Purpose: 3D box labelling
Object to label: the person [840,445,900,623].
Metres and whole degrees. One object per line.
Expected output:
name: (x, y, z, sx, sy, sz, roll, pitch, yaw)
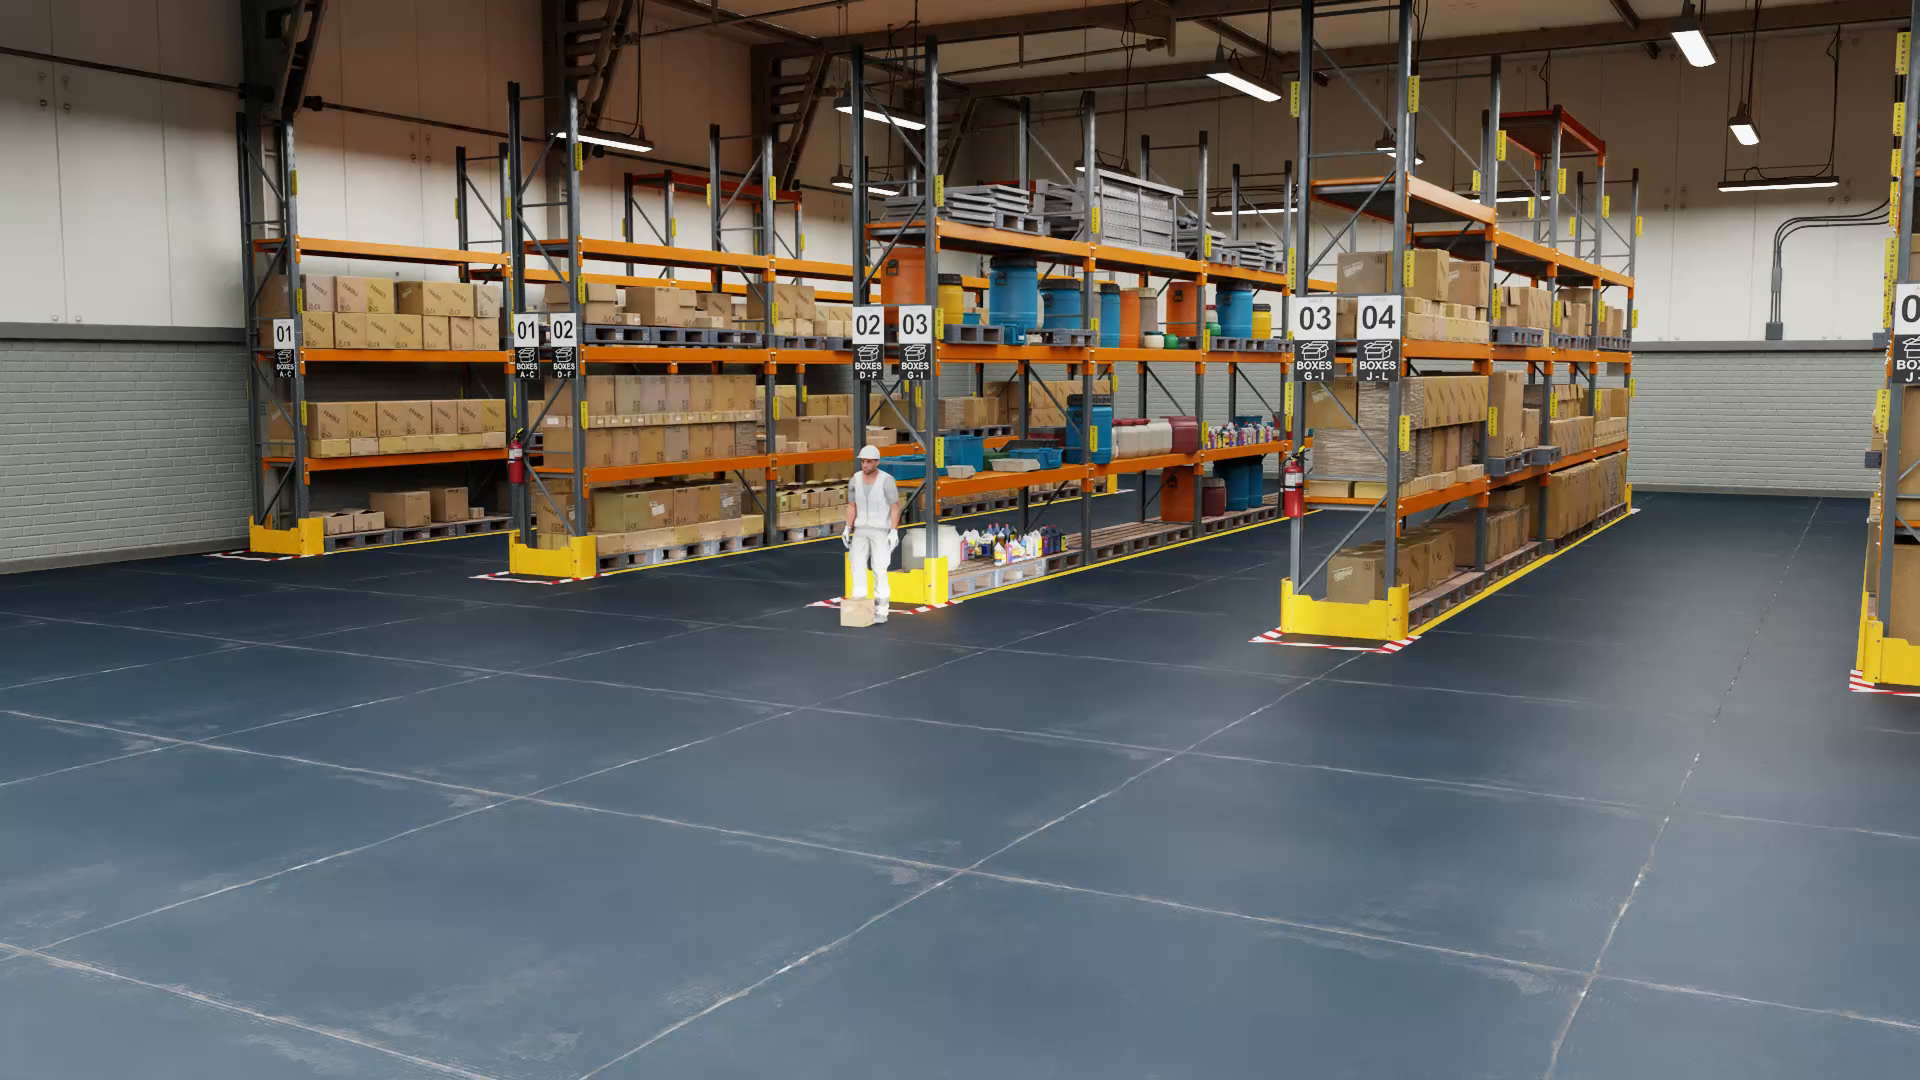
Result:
person: (-0.892, -0.063, 16.617, 0.616, 1.778, 0.453, 3, 6, 25)
